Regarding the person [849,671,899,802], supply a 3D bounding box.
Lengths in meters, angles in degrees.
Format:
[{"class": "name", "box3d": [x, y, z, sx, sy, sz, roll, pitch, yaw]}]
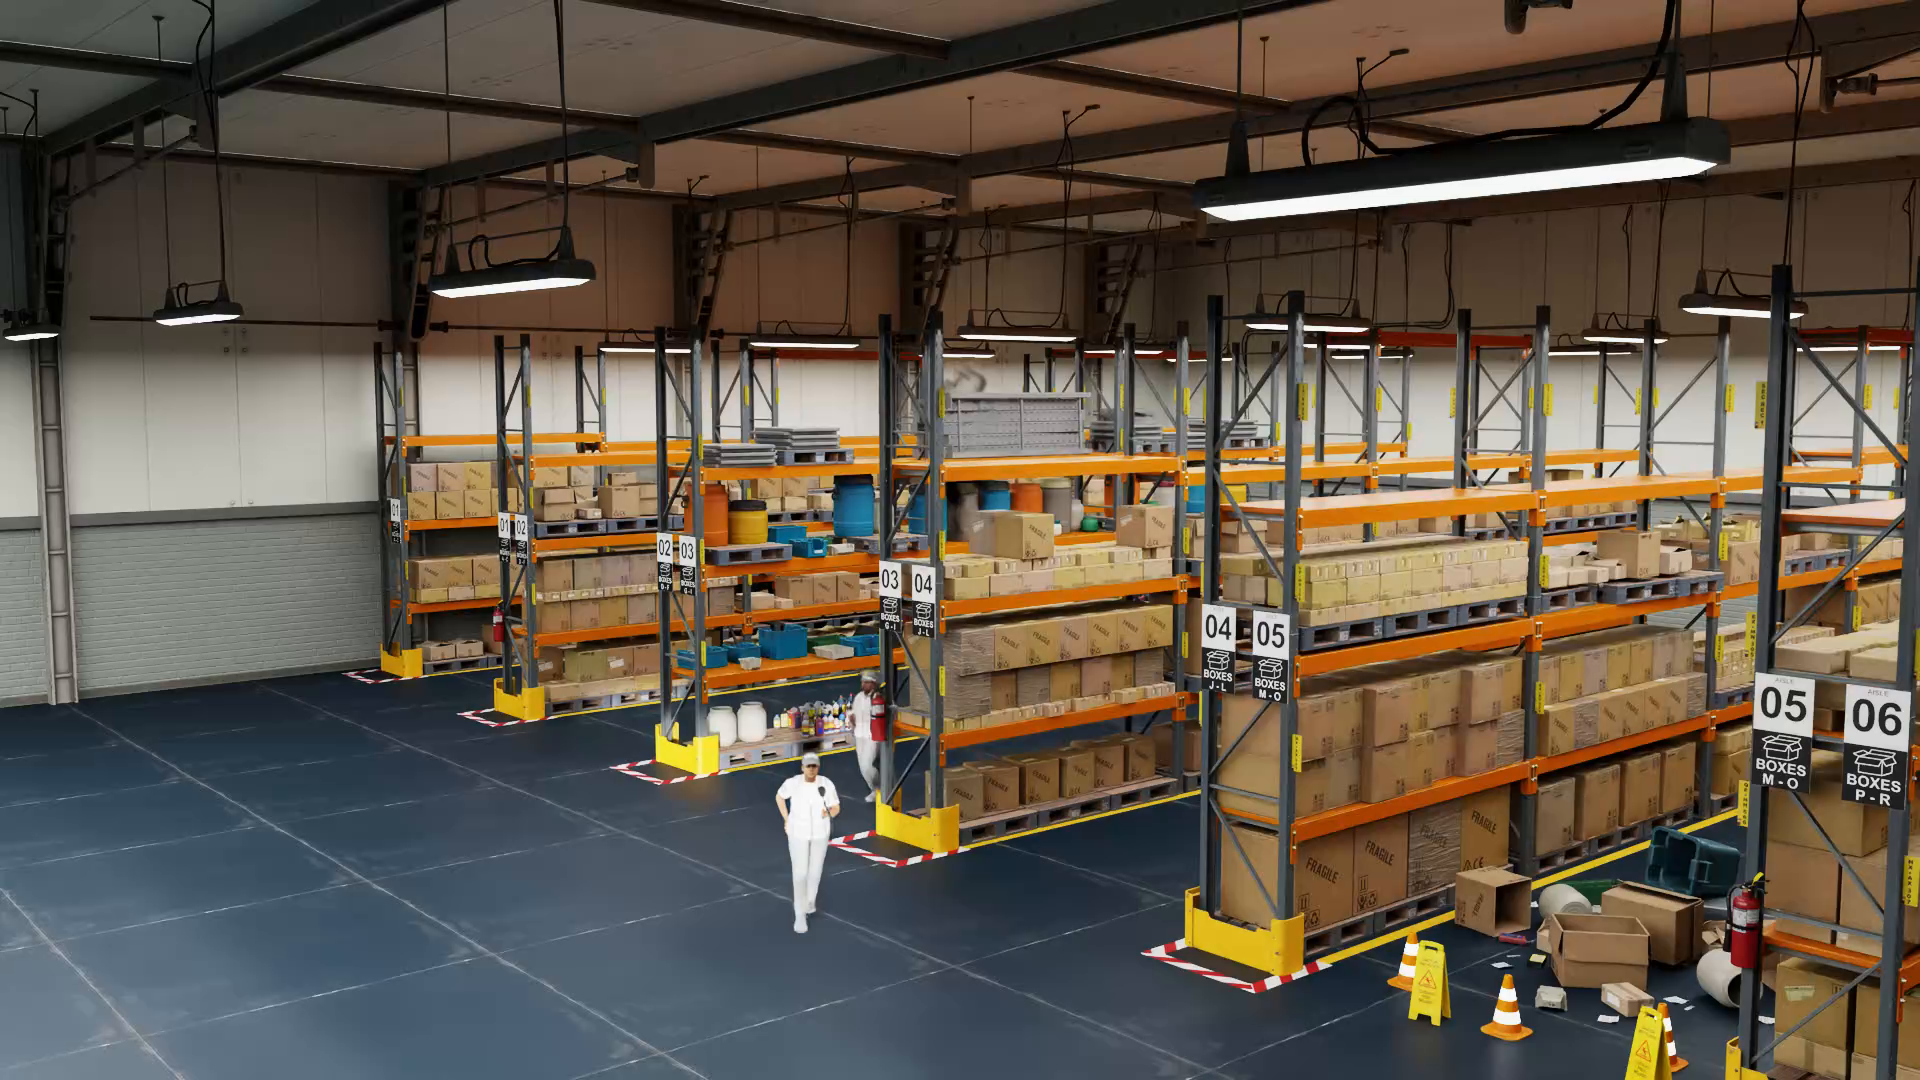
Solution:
[{"class": "person", "box3d": [-1.130, 2.453, 20.597, 0.566, 1.686, 0.665, 4, 6, 35]}]

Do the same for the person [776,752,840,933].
[{"class": "person", "box3d": [-1.449, 2.897, 16.040, 0.584, 1.719, 0.738, -1, 5, -15]}]
